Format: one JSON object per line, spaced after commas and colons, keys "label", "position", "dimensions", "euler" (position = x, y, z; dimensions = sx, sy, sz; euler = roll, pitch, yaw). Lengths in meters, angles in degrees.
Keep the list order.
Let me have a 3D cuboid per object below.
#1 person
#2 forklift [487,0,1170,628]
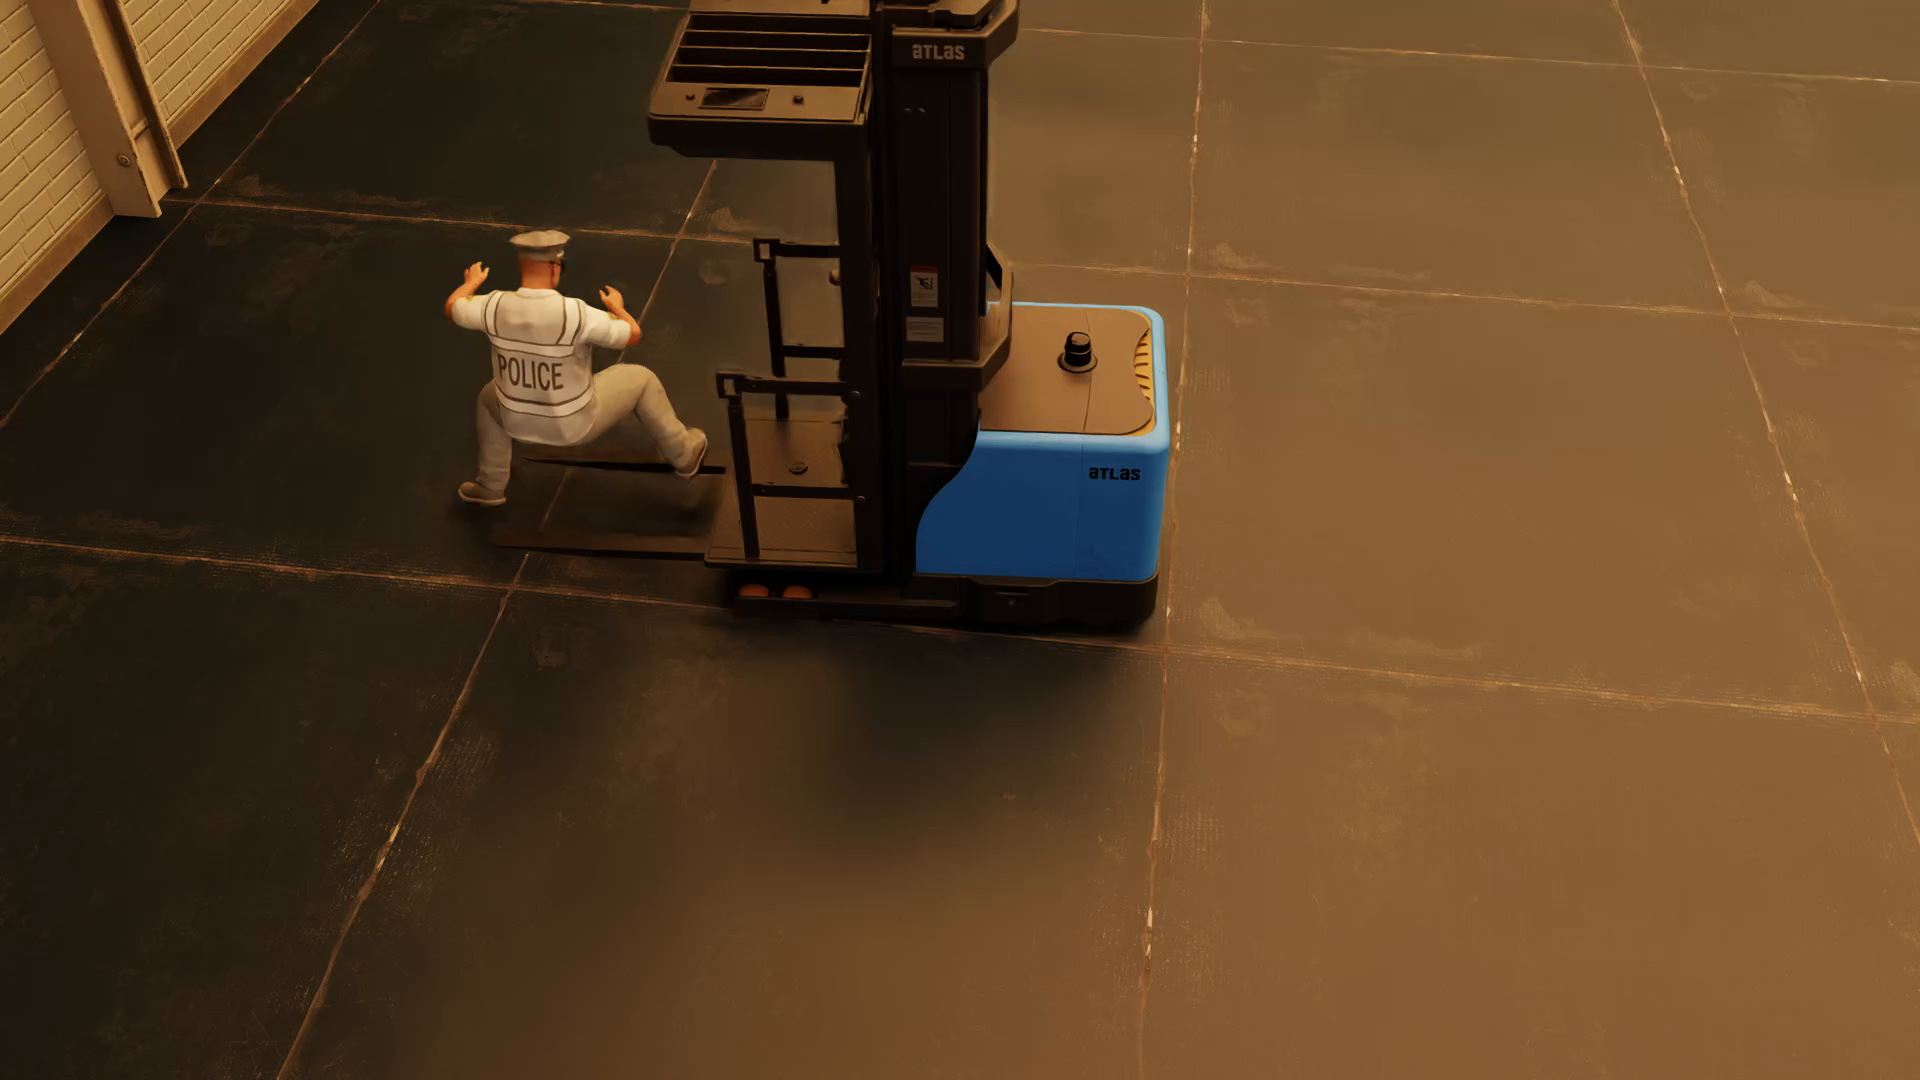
{"label": "person", "position": [-1.827, -0.755, 7.520], "dimensions": [1.165, 1.511, 0.735], "euler": [7, 43, 7]}
{"label": "forklift", "position": [-0.616, -1.069, 6.888], "dimensions": [3.031, 2.935, 1.130], "euler": [2, 43, 2]}
